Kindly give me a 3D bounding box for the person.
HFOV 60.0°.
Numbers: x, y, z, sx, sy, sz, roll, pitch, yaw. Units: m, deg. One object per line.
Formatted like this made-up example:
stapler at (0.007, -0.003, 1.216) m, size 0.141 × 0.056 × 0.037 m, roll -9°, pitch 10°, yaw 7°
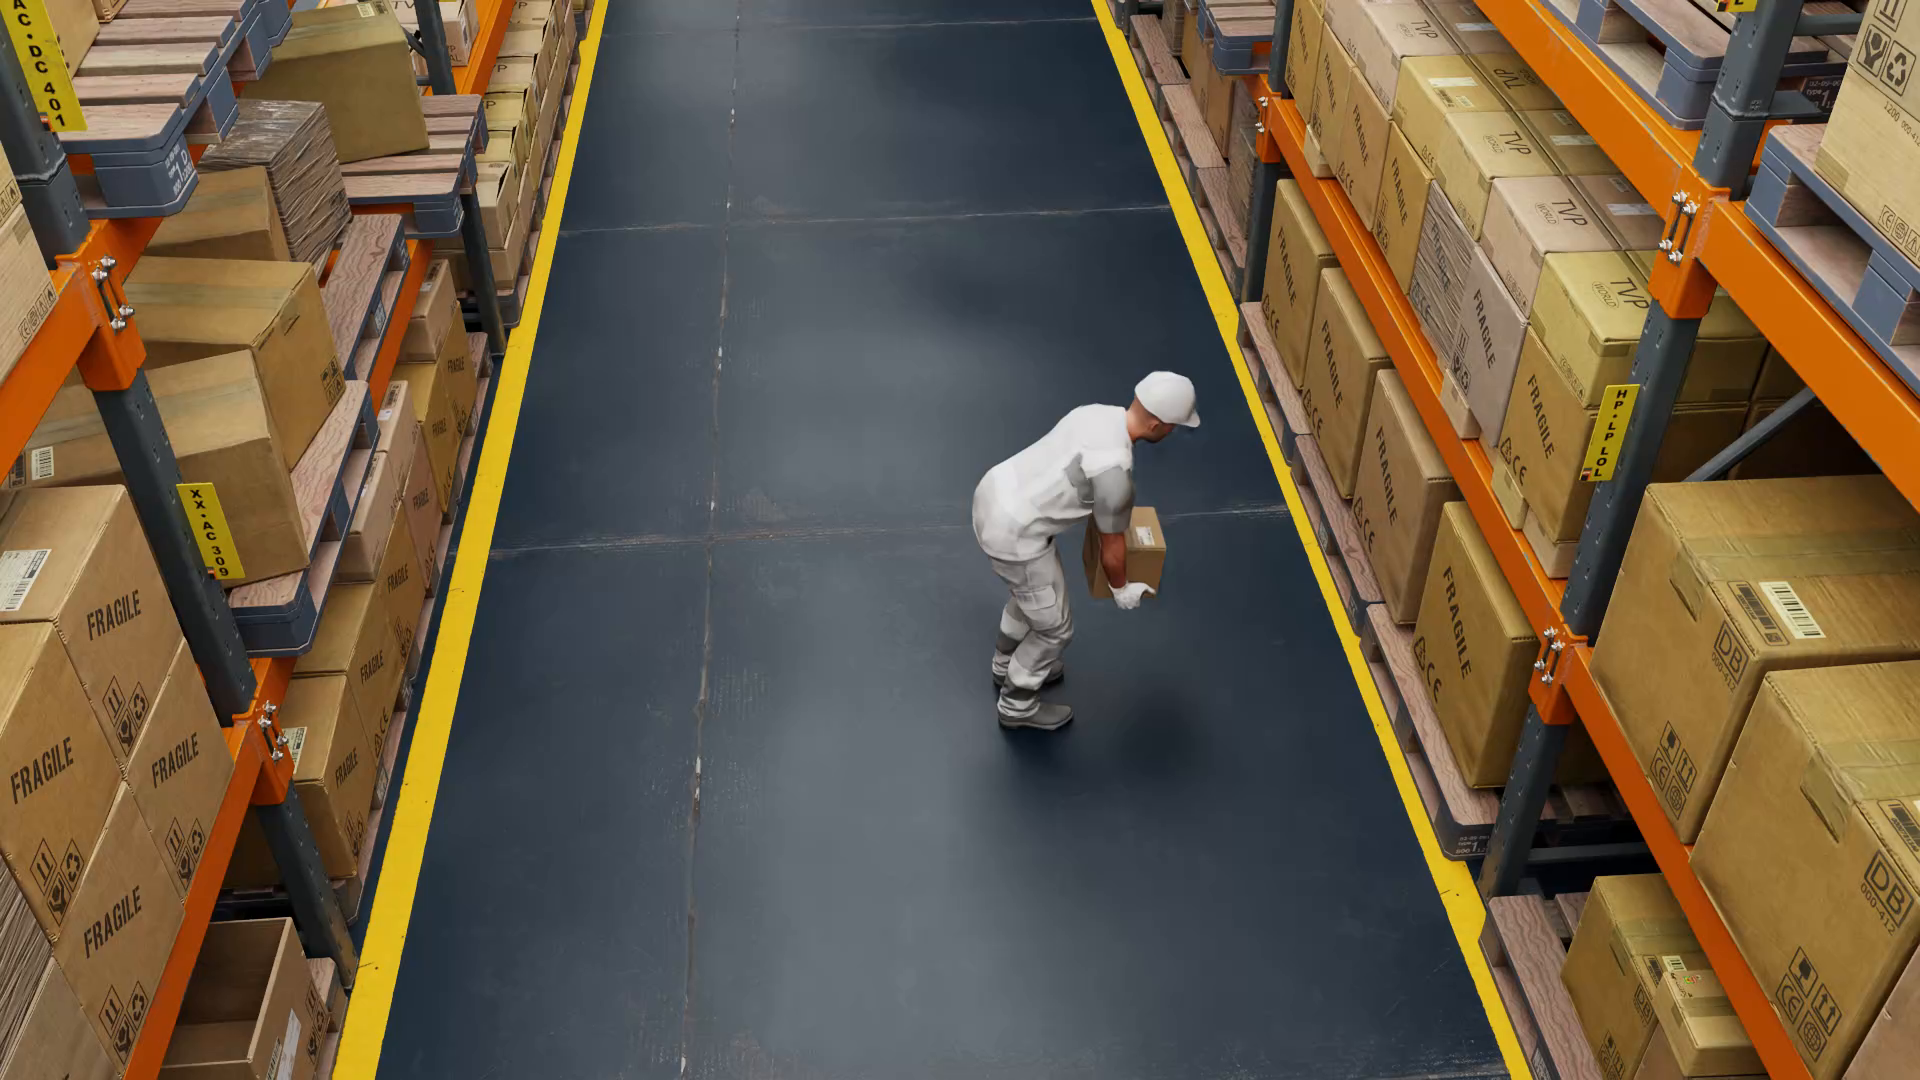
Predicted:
person at (0.458, 0.036, 6.296) m, size 0.823 × 1.528 × 0.489 m, roll -4°, pitch 39°, yaw -5°
